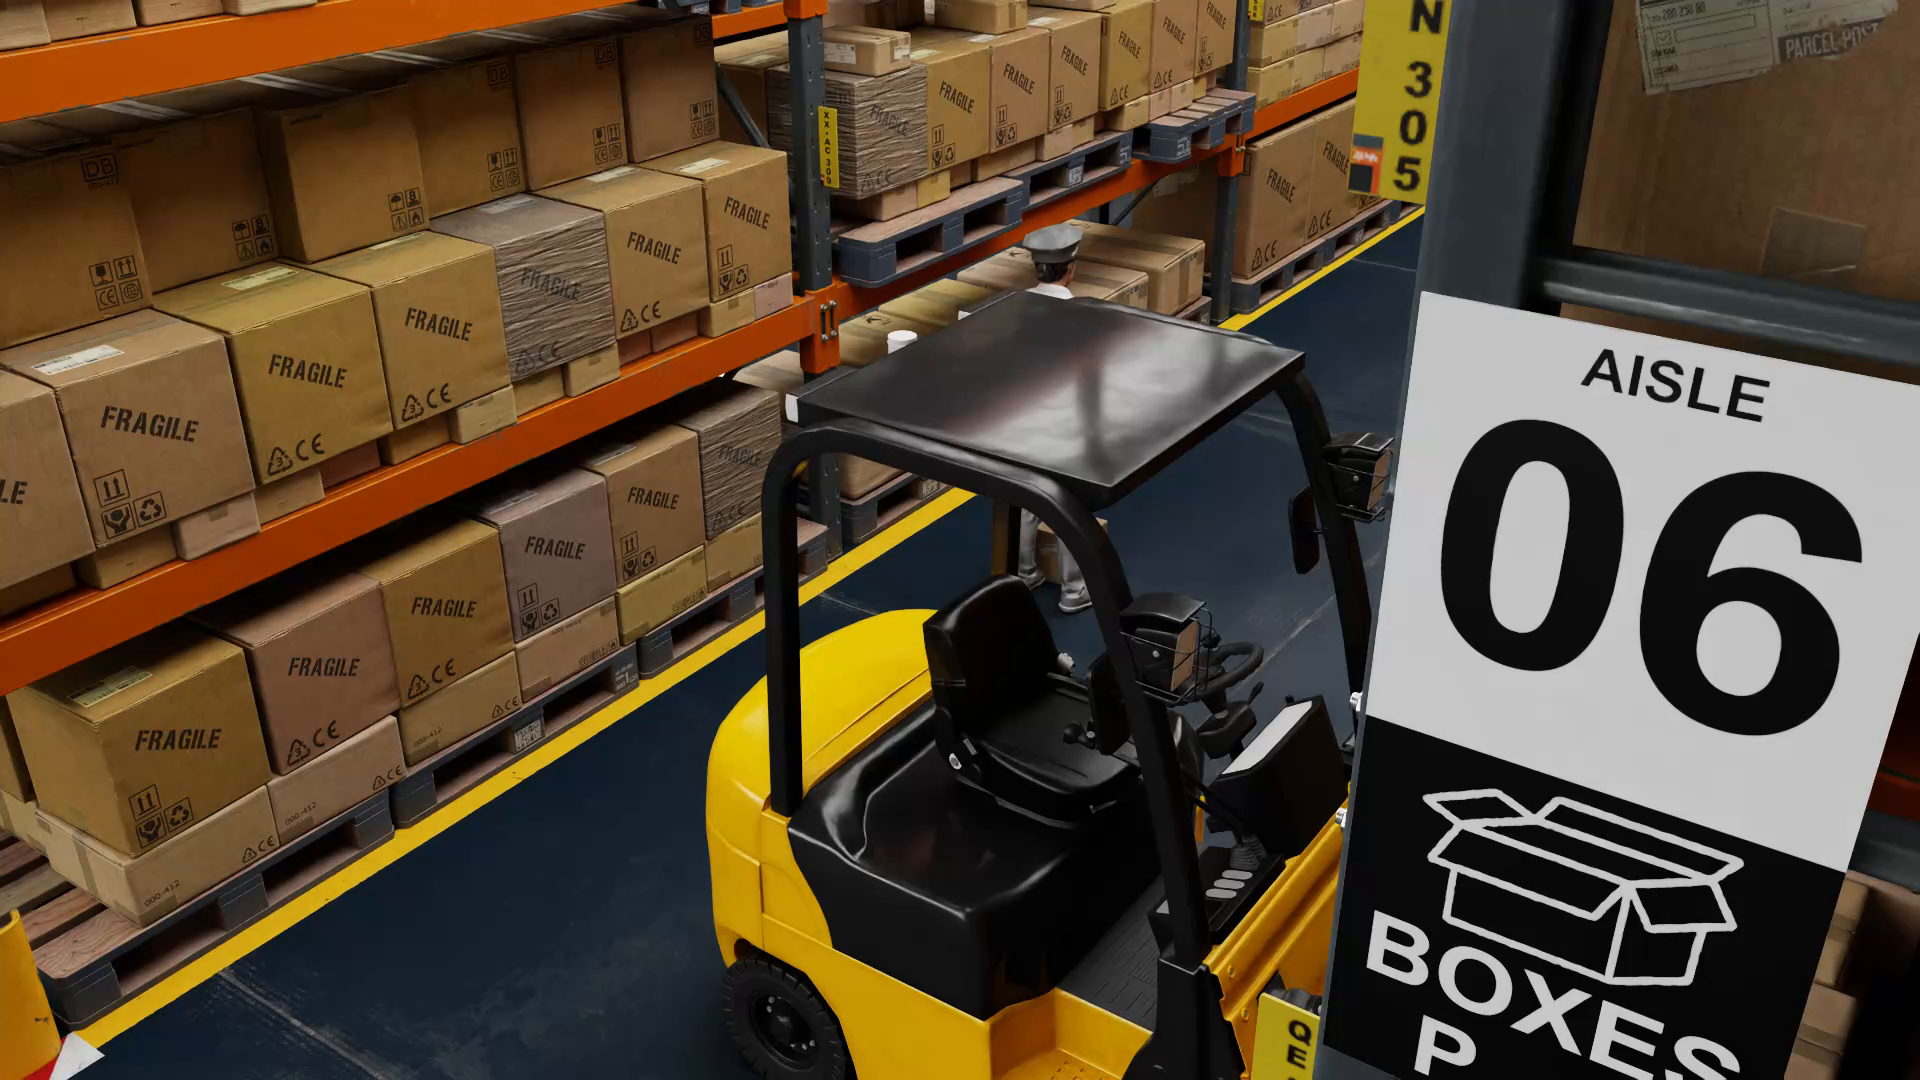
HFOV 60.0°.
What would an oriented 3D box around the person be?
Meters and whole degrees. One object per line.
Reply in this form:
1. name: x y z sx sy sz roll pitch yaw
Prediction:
1. person: 0.379 -0.492 7.076 0.535 1.662 0.374 15 31 27
